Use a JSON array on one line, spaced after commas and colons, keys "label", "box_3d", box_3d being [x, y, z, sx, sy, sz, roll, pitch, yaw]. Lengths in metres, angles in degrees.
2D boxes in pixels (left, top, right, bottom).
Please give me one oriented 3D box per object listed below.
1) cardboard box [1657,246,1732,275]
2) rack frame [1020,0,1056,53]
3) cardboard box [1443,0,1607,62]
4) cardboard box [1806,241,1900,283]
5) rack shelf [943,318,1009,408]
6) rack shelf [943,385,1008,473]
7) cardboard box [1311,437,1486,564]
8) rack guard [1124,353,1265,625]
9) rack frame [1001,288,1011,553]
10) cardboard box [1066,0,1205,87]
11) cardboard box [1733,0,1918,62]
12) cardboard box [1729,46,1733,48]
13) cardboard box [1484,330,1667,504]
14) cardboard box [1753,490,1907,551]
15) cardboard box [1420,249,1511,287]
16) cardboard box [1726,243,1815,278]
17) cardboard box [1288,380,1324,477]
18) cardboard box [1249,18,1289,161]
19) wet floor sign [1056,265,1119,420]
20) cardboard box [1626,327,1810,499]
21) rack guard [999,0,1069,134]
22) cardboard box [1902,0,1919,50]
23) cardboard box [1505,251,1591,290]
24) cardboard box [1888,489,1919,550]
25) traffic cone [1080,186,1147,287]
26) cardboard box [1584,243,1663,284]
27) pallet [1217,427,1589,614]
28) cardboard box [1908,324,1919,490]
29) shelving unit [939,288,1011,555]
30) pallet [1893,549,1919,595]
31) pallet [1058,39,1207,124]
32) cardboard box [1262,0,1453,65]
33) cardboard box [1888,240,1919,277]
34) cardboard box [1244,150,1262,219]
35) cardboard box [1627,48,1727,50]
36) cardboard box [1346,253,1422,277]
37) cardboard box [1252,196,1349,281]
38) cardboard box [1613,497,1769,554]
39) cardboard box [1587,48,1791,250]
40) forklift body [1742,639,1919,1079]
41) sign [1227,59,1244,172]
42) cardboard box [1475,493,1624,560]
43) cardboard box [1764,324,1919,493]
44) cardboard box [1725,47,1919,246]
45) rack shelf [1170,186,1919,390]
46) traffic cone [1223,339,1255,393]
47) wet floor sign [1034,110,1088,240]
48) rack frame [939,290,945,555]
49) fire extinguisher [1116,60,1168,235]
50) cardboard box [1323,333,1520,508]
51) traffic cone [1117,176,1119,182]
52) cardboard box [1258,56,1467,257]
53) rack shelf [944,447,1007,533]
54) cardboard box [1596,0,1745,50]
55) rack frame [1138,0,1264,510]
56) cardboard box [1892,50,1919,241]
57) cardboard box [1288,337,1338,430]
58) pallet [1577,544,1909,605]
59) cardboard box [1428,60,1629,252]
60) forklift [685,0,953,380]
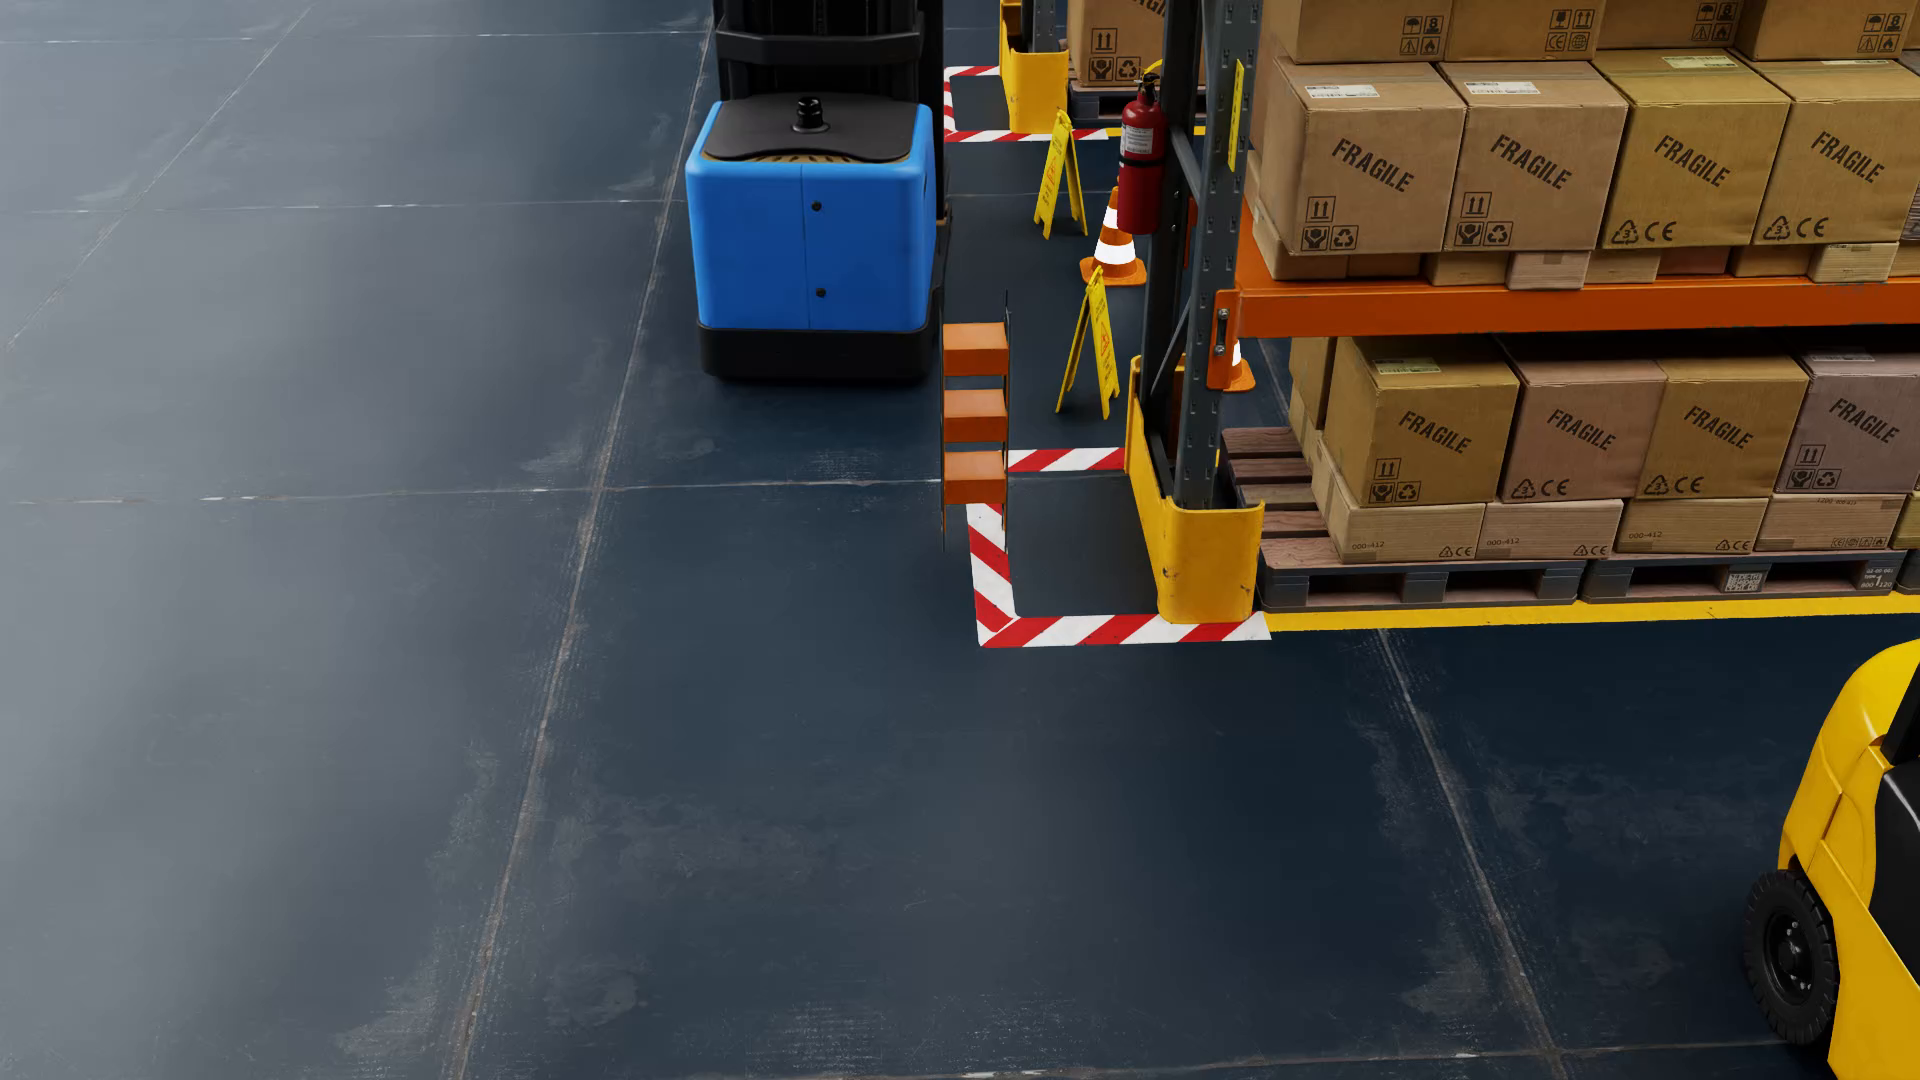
[{"label": "cardboard box", "box_3d": [2.462, -1.066, 5.746, 0.250, 0.149, 0.380, 0, 35, -1]}, {"label": "rack frame", "box_3d": [0.484, -4.065, 9.858, 0.127, 3.000, 1.000, -2, 35, -2]}, {"label": "cardboard box", "box_3d": [1.825, -1.975, 5.612, 0.500, 0.500, 0.700, -1, 35, -2]}, {"label": "cardboard box", "box_3d": [2.981, -1.030, 5.694, 0.250, 0.149, 0.380, -1, 35, -2]}, {"label": "rack shelf", "box_3d": [0.053, -0.658, 6.169, 0.240, 0.259, 0.215, -2, 35, -2]}, {"label": "rack shelf", "box_3d": [0.053, -0.424, 6.330, 0.240, 0.259, 0.215, -2, 35, -2]}, {"label": "cardboard box", "box_3d": [1.638, -0.160, 6.264, 0.500, 0.250, 0.500, -2, 35, -3]}, {"label": "rack guard", "box_3d": [0.895, -0.228, 6.511, 0.348, 0.500, 1.175, -2, 35, -2]}, {"label": "rack frame", "box_3d": [0.175, -0.436, 6.329, 0.008, 1.050, 0.200, -2, 35, -2]}, {"label": "cardboard box", "box_3d": [1.158, -3.420, 10.424, 0.875, 0.875, 0.875, -1, 35, -2]}, {"label": "cardboard box", "box_3d": [2.834, -1.982, 5.621, 0.500, 0.500, 0.700, -2, 35, -3]}, {"label": "cardboard box", "box_3d": [2.856, -1.614, 5.968, 0.500, 0.500, 0.500, -1, 35, -2]}, {"label": "cardboard box", "box_3d": [2.184, -0.486, 6.076, 0.500, 0.500, 0.500, -3, 35, -4]}, {"label": "cardboard box", "box_3d": [3.197, -0.204, 6.327, 0.500, 0.250, 0.500, -1, 35, -1]}, {"label": "cardboard box", "box_3d": [1.689, -1.018, 5.677, 0.250, 0.149, 0.380, -3, 35, -4]}, {"label": "cardboard box", "box_3d": [2.727, -1.056, 5.732, 0.250, 0.149, 0.380, -2, 35, -3]}, {"label": "cardboard box", "box_3d": [1.638, -0.471, 6.713, 0.500, 0.250, 0.500, -2, 35, -2]}, {"label": "cardboard box", "box_3d": [1.348, -1.588, 5.931, 0.500, 0.500, 0.500, -2, 35, -3]}, {"label": "wet floor sign", "box_3d": [0.579, -0.889, 7.338, 0.232, 0.644, 0.267, 10, 36, 14]}, {"label": "cardboard box", "box_3d": [2.685, -0.495, 6.089, 0.500, 0.500, 0.500, -1, 35, -1]}, {"label": "rack guard", "box_3d": [0.460, -3.036, 10.569, 0.348, 0.500, 1.175, -2, 35, -2]}, {"label": "cardboard box", "box_3d": [3.351, -2.048, 5.716, 0.500, 0.500, 0.700, -2, 35, -3]}, {"label": "cardboard box", "box_3d": [1.944, -0.999, 5.649, 0.250, 0.149, 0.380, -1, 35, -1]}, {"label": "cardboard box", "box_3d": [3.705, -0.215, 6.343, 0.500, 0.250, 0.500, -2, 35, -3]}, {"label": "traffic cone", "box_3d": [0.796, -1.577, 8.493, 0.334, 0.463, 0.336, -2, 35, -2]}, {"label": "cardboard box", "box_3d": [2.201, -1.025, 5.686, 0.250, 0.149, 0.380, -1, 35, -1]}, {"label": "pallet", "box_3d": [1.708, -0.111, 6.596, 1.213, 0.211, 1.003, -2, 35, -2]}, {"label": "cardboard box", "box_3d": [3.729, -0.529, 6.137, 0.500, 0.500, 0.500, -1, 35, -1]}, {"label": "shelving unit", "box_3d": [0.053, -0.433, 6.324, 0.252, 1.050, 0.215, -2, 35, -2]}, {"label": "pallet", "box_3d": [4.146, -0.177, 6.691, 1.213, 0.211, 1.003, -2, 35, -2]}, {"label": "pallet", "box_3d": [1.279, -2.984, 10.747, 1.213, 0.211, 1.003, -2, 35, -2]}, {"label": "cardboard box", "box_3d": [1.319, -1.966, 5.598, 0.500, 0.500, 0.700, -2, 35, -3]}, {"label": "cardboard box", "box_3d": [3.236, -1.057, 5.733, 0.250, 0.149, 0.380, -2, 35, -3]}, {"label": "cardboard box", "box_3d": [1.183, -1.282, 6.058, 0.250, 0.149, 0.380, 0, 35, -1]}, {"label": "cardboard box", "box_3d": [2.349, -1.611, 5.963, 0.500, 0.500, 0.500, -2, 35, -2]}, {"label": "cardboard box", "box_3d": [1.420, -1.057, 5.733, 0.250, 0.149, 0.380, -1, 35, -2]}, {"label": "cardboard box", "box_3d": [1.168, -1.042, 5.711, 0.250, 0.149, 0.380, -1, 35, -2]}, {"label": "cardboard box", "box_3d": [2.693, -0.192, 6.309, 0.500, 0.250, 0.500, 1, 35, 1]}, {"label": "cardboard box", "box_3d": [2.332, -1.302, 5.518, 0.500, 0.500, 0.500, -2, 35, -3]}, {"label": "forklift body", "box_3d": [2.866, 0.829, 3.534, 1.214, 2.155, 2.313, -2, 35, -2]}, {"label": "sign", "box_3d": [0.845, -1.301, 5.105, 0.005, 0.325, 0.100, -2, 35, -2]}, {"label": "cardboard box", "box_3d": [2.148, -0.170, 6.278, 0.500, 0.250, 0.500, 0, 35, -1]}, {"label": "cardboard box", "box_3d": [3.219, -0.514, 6.116, 0.500, 0.500, 0.500, 0, 35, 0]}, {"label": "cardboard box", "box_3d": [2.839, -1.321, 5.544, 0.500, 0.500, 0.500, -2, 35, -3]}, {"label": "rack shelf", "box_3d": [2.817, -1.012, 6.079, 4.000, 0.370, 1.077, -2, 35, -2]}, {"label": "traffic cone", "box_3d": [1.188, -0.955, 7.595, 0.334, 0.463, 0.336, -2, 35, -2]}, {"label": "wet floor sign", "box_3d": [0.549, -1.970, 8.901, 0.232, 0.644, 0.267, -7, 35, -10]}, {"label": "rack frame", "box_3d": [-0.069, -0.430, 6.320, 0.008, 1.050, 0.200, -2, 35, -2]}, {"label": "fire extinguisher", "box_3d": [0.683, -1.481, 6.193, 0.183, 0.674, 0.296, -2, 35, -2]}, {"label": "cardboard box", "box_3d": [1.662, -0.470, 6.052, 0.500, 0.500, 0.500, -3, 35, -4]}, {"label": "traffic cone", "box_3d": [1.082, -2.229, 9.435, 0.334, 0.463, 0.336, -2, 35, -2]}, {"label": "cardboard box", "box_3d": [1.305, -1.272, 5.474, 0.500, 0.500, 0.500, -2, 35, -3]}, {"label": "rack shelf", "box_3d": [0.053, -0.196, 6.488, 0.240, 0.259, 0.215, -2, 35, -2]}, {"label": "cardboard box", "box_3d": [2.330, -2.048, 5.716, 0.500, 0.500, 0.700, -2, 35, -3]}, {"label": "rack frame", "box_3d": [0.819, -1.254, 5.797, 0.127, 3.000, 1.000, -2, 35, -2]}, {"label": "cardboard box", "box_3d": [3.351, -1.337, 5.568, 0.500, 0.500, 0.500, -1, 35, -1]}, {"label": "cardboard box", "box_3d": [1.607, -0.774, 6.492, 0.500, 0.500, 0.500, -1, 35, -2]}, {"label": "pallet", "box_3d": [2.924, -0.142, 6.641, 1.213, 0.211, 1.003, -2, 35, -2]}, {"label": "cardboard box", "box_3d": [1.823, -1.288, 5.497, 0.500, 0.500, 0.500, -1, 35, -1]}, {"label": "forklift", "box_3d": [-0.610, -2.742, 8.007, 1.130, 2.935, 3.031, 1, 35, 2]}]
